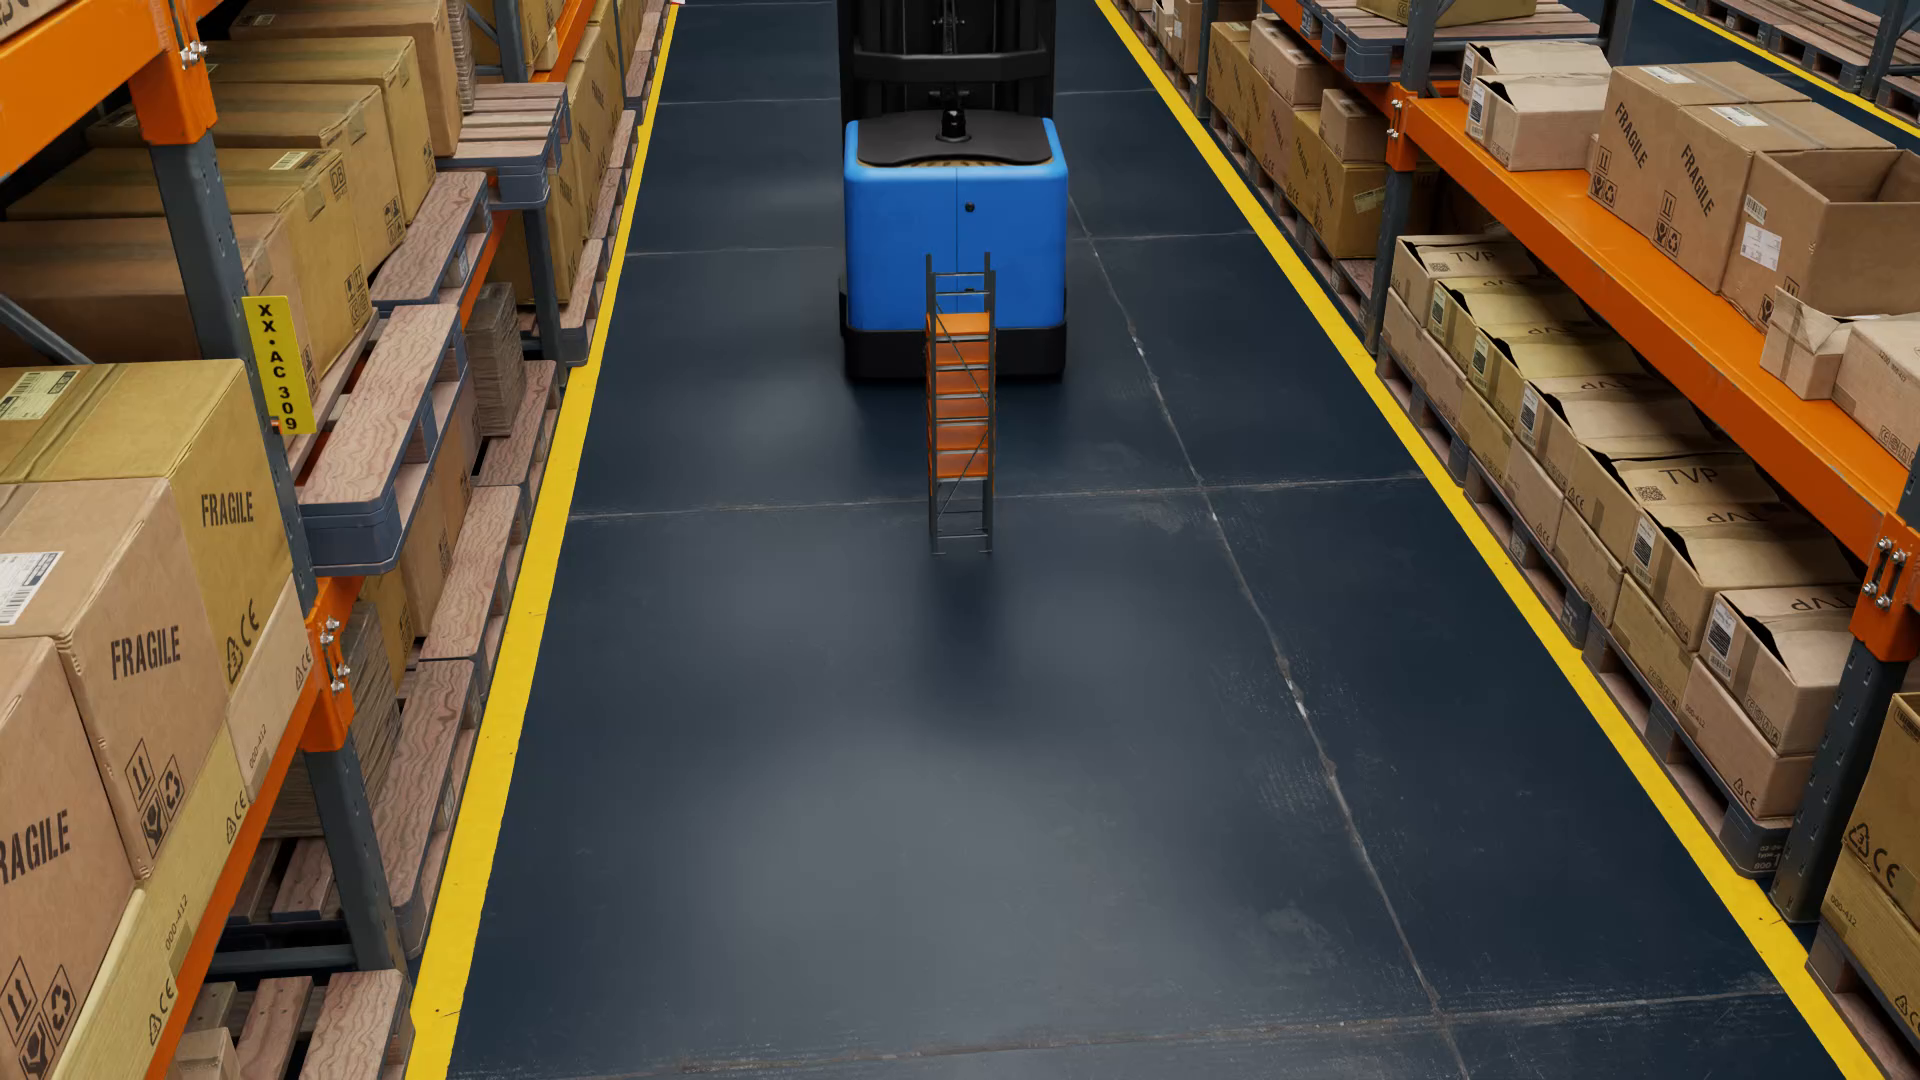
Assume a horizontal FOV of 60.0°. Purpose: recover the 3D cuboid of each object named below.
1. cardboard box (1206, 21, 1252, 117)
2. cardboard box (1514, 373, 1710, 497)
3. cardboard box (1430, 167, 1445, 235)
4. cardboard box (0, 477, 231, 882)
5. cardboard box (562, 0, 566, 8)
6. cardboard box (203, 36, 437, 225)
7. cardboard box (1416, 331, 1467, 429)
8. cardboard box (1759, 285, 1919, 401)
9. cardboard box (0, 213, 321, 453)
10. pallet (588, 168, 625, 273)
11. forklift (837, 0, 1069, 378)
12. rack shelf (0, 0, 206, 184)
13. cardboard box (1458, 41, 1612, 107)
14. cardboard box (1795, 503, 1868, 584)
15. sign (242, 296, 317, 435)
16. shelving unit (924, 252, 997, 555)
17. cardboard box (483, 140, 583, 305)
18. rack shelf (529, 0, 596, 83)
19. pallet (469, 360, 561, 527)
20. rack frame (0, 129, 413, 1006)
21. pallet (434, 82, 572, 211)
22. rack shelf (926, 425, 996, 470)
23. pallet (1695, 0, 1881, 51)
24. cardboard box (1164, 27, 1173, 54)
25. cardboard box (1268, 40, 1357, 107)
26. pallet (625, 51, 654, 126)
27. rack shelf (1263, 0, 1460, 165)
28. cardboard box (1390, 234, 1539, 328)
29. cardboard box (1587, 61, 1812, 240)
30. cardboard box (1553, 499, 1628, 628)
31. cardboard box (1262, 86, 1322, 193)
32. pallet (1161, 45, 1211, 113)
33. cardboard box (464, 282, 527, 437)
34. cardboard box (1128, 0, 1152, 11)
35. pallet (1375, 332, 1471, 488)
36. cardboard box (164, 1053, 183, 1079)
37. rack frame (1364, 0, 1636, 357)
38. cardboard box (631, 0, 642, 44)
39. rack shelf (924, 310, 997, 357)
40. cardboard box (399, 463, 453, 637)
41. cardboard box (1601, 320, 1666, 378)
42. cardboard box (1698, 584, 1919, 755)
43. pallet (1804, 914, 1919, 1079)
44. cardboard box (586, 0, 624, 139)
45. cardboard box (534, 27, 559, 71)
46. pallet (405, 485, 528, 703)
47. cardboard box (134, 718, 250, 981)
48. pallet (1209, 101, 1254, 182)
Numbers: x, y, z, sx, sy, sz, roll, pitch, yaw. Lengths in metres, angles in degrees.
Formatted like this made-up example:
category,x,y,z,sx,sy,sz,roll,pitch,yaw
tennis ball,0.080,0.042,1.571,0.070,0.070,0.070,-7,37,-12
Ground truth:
category,x,y,z,sx,sy,sz,roll,pitch,yaw
cardboard box,1.968,-3.155,11.116,0.500,0.500,0.500,-4,31,-7
cardboard box,2.447,-0.425,6.261,0.500,0.311,0.500,-3,31,-5
cardboard box,2.726,-1.885,8.989,0.500,0.500,0.500,-4,31,-6
cardboard box,-1.615,0.240,2.818,0.500,0.500,0.500,-3,31,-5
cardboard box,-2.269,-2.978,8.403,0.500,0.500,0.500,-3,31,-5
cardboard box,-2.201,-1.374,5.599,0.700,0.500,0.500,-3,31,-5
cardboard box,2.343,-0.718,7.299,0.500,0.250,0.500,-4,31,-6
cardboard box,2.647,-0.596,4.954,0.396,0.266,0.258,-3,31,-6
cardboard box,-2.033,-0.468,4.082,0.700,0.500,0.500,-3,31,-4
pallet,-2.502,-1.847,9.637,1.003,0.211,1.213,-3,31,-5
forklift,-0.078,-2.752,8.500,1.130,2.935,3.031,-1,31,-2
rack shelf,-1.832,0.067,1.488,1.077,0.370,4.000,-3,31,-5
cardboard box,2.529,-2.030,7.311,0.500,0.311,0.500,-1,31,-1
cardboard box,3.080,0.067,5.438,0.500,0.311,0.500,-3,31,-5
sign,-1.480,-0.376,3.611,0.100,0.325,0.005,-3,31,-5
shelving unit,0.001,-0.508,6.430,0.258,1.200,0.189,-3,31,-5
cardboard box,-2.331,-1.656,8.284,0.750,0.750,0.750,-3,31,-5
rack shelf,-2.580,-2.729,9.096,1.077,0.370,4.000,-3,31,-5
pallet,-2.321,-0.421,7.249,1.003,0.211,1.213,-3,31,-5
rack frame,-2.019,0.025,3.783,1.000,3.000,0.127,-3,31,-5
pallet,-2.220,-1.576,6.650,1.213,0.211,1.003,-3,31,-5
rack shelf,0.001,-0.367,6.514,0.258,0.103,0.180,-3,31,-5
pallet,6.873,-4.335,13.801,1.003,0.211,1.213,-3,31,-5
cardboard box,1.735,-3.729,12.419,0.380,0.149,0.250,-3,31,-5
cardboard box,2.108,-2.711,9.640,0.500,0.250,0.500,-3,31,-6
pallet,-2.760,-3.254,11.992,1.003,0.211,1.213,-3,31,-5
rack shelf,2.352,-2.968,9.496,1.077,0.370,4.000,-3,31,-5
cardboard box,2.295,-1.215,7.584,0.500,0.311,0.500,-2,31,-3
cardboard box,2.712,-1.443,6.144,0.500,0.500,0.500,-4,31,-7
cardboard box,2.491,0.069,5.981,0.500,0.250,0.500,-2,31,-3
cardboard box,2.114,-2.370,9.801,0.500,0.500,0.500,-4,31,-6
pallet,2.102,-3.452,12.323,1.003,0.211,1.213,-3,31,-5
cardboard box,-2.274,-0.768,7.118,0.700,0.500,0.500,-2,31,-4
cardboard box,1.653,-4.547,13.690,0.500,0.250,0.500,-3,31,-5
pallet,2.577,-0.637,7.610,1.003,0.211,1.213,-3,31,-5
cardboard box,-1.882,1.438,3.427,0.500,0.500,0.500,-5,31,-8
rack frame,2.539,-2.256,7.602,1.000,3.000,0.127,-3,31,-5
cardboard box,-2.824,-4.072,12.670,0.700,0.500,0.500,-2,31,-3
rack shelf,0.001,-0.779,6.268,0.258,0.103,0.180,-3,31,-5
cardboard box,-2.210,0.011,5.816,0.700,0.500,0.500,-2,31,-4
cardboard box,2.932,-0.718,6.752,0.500,0.311,0.500,-3,31,-5
cardboard box,2.589,0.352,4.960,0.500,0.311,0.500,-3,31,-5
pallet,2.945,1.391,4.215,1.003,0.211,1.213,-3,31,-5
cardboard box,-2.577,-2.991,10.519,0.750,0.750,0.750,-2,31,-4
cardboard box,-2.149,-2.366,8.011,0.380,0.149,0.250,-2,31,-3
pallet,-2.211,0.201,6.208,1.003,0.211,1.213,-3,31,-5
cardboard box,-1.635,0.563,3.009,0.500,0.250,0.500,-3,31,-4
pallet,2.279,-2.688,11.044,1.003,0.211,1.213,-3,31,-5
